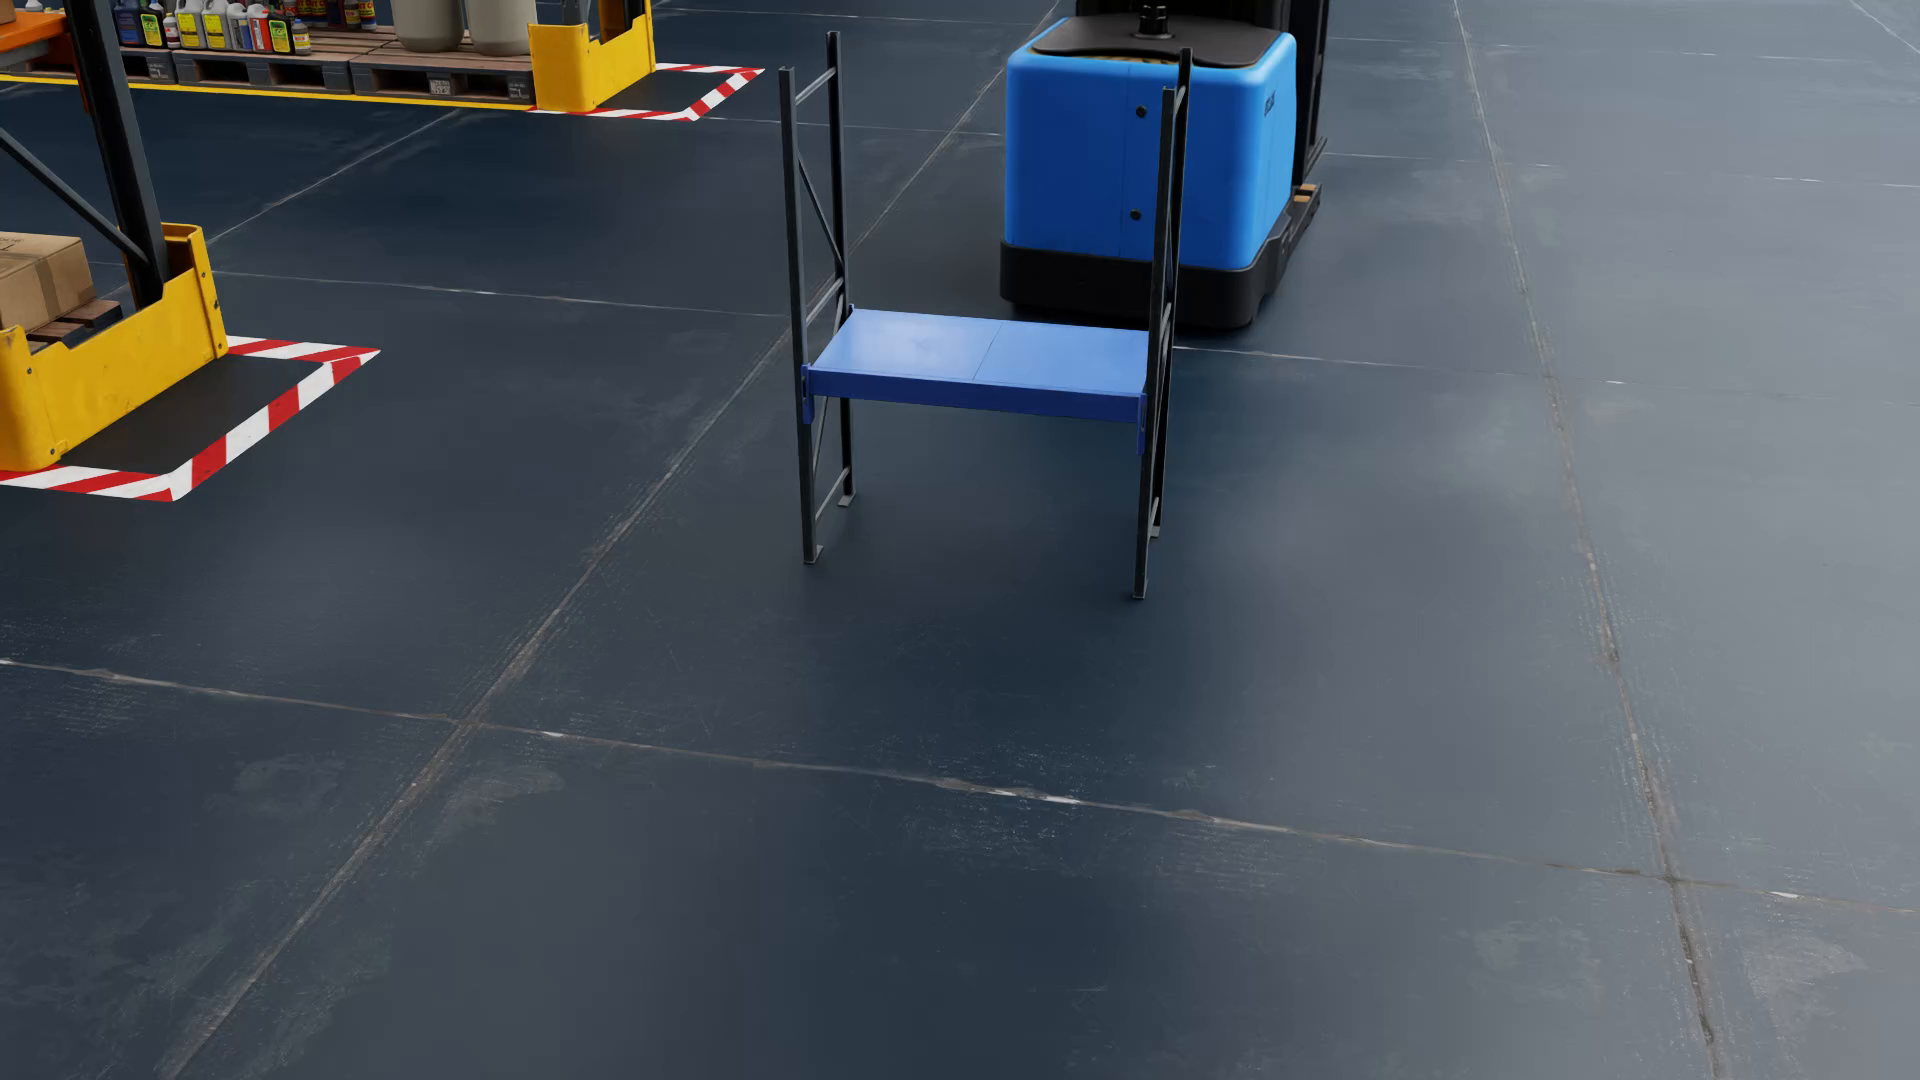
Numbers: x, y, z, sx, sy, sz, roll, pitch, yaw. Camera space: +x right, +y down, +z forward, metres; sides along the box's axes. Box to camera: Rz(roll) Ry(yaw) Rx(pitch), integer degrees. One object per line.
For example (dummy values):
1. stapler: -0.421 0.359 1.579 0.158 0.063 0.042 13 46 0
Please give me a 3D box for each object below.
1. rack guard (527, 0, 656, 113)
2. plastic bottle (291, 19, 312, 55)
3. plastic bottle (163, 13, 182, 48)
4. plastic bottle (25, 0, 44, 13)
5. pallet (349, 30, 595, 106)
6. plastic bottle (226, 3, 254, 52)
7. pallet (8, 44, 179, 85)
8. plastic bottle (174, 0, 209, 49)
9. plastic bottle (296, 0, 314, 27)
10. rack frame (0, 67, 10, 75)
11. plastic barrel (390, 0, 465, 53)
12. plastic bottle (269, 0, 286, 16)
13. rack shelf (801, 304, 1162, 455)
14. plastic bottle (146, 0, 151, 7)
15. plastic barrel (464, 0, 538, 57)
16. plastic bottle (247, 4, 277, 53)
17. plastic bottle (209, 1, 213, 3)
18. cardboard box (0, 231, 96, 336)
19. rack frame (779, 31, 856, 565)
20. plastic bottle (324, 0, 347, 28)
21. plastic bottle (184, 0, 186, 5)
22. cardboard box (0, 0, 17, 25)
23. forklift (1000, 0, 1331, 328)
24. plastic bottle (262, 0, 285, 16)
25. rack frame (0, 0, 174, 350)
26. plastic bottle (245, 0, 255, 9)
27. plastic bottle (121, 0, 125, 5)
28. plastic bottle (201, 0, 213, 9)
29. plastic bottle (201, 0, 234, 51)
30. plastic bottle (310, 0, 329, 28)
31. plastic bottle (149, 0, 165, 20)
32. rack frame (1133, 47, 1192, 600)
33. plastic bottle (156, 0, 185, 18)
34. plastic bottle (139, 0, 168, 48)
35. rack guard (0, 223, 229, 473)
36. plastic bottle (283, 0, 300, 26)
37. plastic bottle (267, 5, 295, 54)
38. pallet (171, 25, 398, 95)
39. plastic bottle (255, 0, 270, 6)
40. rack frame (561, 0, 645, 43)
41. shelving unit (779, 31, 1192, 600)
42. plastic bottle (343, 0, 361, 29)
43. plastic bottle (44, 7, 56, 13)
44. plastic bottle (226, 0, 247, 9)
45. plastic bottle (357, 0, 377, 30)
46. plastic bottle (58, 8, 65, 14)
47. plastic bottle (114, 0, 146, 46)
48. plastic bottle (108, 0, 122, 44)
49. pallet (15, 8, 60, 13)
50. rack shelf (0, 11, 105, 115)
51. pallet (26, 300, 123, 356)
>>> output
1. rack guard: -2.261 -3.049 10.298 0.348 0.500 1.175 6 29 11
2. plastic bottle: -4.064 -3.104 10.251 0.097 0.201 0.097 0 29 0
3. plastic bottle: -4.929 -3.192 10.413 0.097 0.201 0.097 0 29 0
4. plastic bottle: -5.869 -3.319 10.572 0.097 0.271 0.097 0 29 0
5. pallet: -3.054 -3.006 10.521 1.213 0.211 1.003 6 29 11
6. plastic bottle: -4.441 -3.188 10.328 0.135 0.276 0.152 5 29 9
7. pallet: -5.441 -3.251 10.968 1.213 0.211 1.003 6 29 11
8. plastic bottle: -4.786 -3.254 10.371 0.185 0.351 0.144 6 29 10
9. plastic bottle: -4.318 -3.528 10.954 0.097 0.271 0.097 0 29 0
10. rack frame: -6.089 -4.561 10.457 0.127 3.000 1.000 6 29 11
11. plastic barrel: -3.327 -3.333 10.368 0.421 0.512 0.421 0 29 0
12. plastic bottle: -4.516 -3.549 10.992 0.097 0.271 0.097 0 29 0
13. rack shelf: 0.083 -0.492 4.961 1.000 0.185 0.538 6 29 11
14. plastic bottle: -5.429 -3.595 10.993 0.185 0.351 0.144 6 29 11
15. plastic barrel: -2.836 -3.283 10.276 0.421 0.512 0.421 0 29 0
16. plastic bottle: -4.305 -3.174 10.303 0.135 0.276 0.152 6 29 11
17. plastic bottle: -4.891 -3.531 10.946 0.133 0.283 0.061 6 29 11
18. cardboard box: -3.693 -0.970 6.325 0.500 0.250 0.500 6 29 11
19. rack frame: -0.414 -0.700 4.967 0.032 1.500 0.500 6 29 11
20. plastic bottle: -4.102 -3.521 10.928 0.133 0.283 0.061 6 29 11
21. plastic bottle: -5.211 -3.643 11.082 0.185 0.351 0.144 4 29 8
22. cardboard box: -3.669 -1.931 5.549 0.500 0.500 0.700 6 29 11
23. forklift: 1.130 -2.824 7.356 1.130 2.935 3.031 9 30 17
24. plastic bottle: -4.284 -3.228 10.393 0.133 0.283 0.061 6 29 11
25. rack frame: -3.215 -1.834 5.476 0.127 3.000 1.000 6 29 11
26. plastic bottle: -4.737 -3.560 11.007 0.135 0.276 0.152 6 29 11
27. plastic bottle: -5.356 -3.384 10.607 0.185 0.351 0.144 6 29 11
28. plastic bottle: -4.779 -3.294 10.521 0.135 0.276 0.152 6 29 11
29. plastic bottle: -4.604 -3.236 10.337 0.185 0.351 0.144 7 29 13
30. plastic bottle: -4.220 -3.518 10.936 0.097 0.271 0.097 0 29 0
31. plastic bottle: -5.050 -3.265 10.473 0.097 0.271 0.097 0 29 0
32. rack frame: 0.581 -0.598 4.781 0.032 1.500 0.500 6 29 11
33. plastic bottle: -5.217 -3.539 10.968 0.135 0.276 0.152 6 29 11
34. plastic bottle: -5.049 -3.231 10.399 0.133 0.283 0.061 7 30 13
35. rack guard: -3.191 -0.735 6.072 0.348 0.500 1.175 6 29 11
36. plastic bottle: -4.415 -3.508 10.989 0.097 0.201 0.097 0 29 0
37. plastic bottle: -4.183 -3.143 10.237 0.133 0.283 0.061 7 29 12
38. pallet: -4.244 -3.129 10.746 1.213 0.211 1.003 6 29 11
39. plastic bottle: -4.616 -3.528 11.027 0.097 0.201 0.097 0 29 0
40. rack frame: -2.177 -4.160 9.724 0.127 3.000 1.000 6 29 11
41. shelving unit: 0.083 -0.649 4.874 1.048 1.500 0.538 6 29 11
42. plastic bottle: -3.986 -3.464 10.909 0.097 0.201 0.097 0 29 0
43. plastic bottle: -5.769 -3.278 10.570 0.097 0.201 0.097 0 29 0
44. plastic bottle: -4.759 -3.513 10.914 0.133 0.283 0.061 6 29 11
45. plastic bottle: -3.885 -3.484 10.873 0.097 0.271 0.097 0 29 0
46. plastic bottle: -5.670 -3.268 10.552 0.097 0.201 0.097 0 29 0
47. plastic bottle: -5.201 -3.297 10.449 0.185 0.351 0.144 5 29 8
48. plastic bottle: -5.386 -3.316 10.484 0.185 0.351 0.144 7 29 12
49. pallet: -6.865 -3.398 11.237 1.213 0.211 1.003 6 29 11
50. rack shelf: -5.171 -1.719 6.015 4.000 0.370 1.077 6 29 11
51. pallet: -3.972 -0.668 6.250 1.213 0.211 1.003 6 29 11
